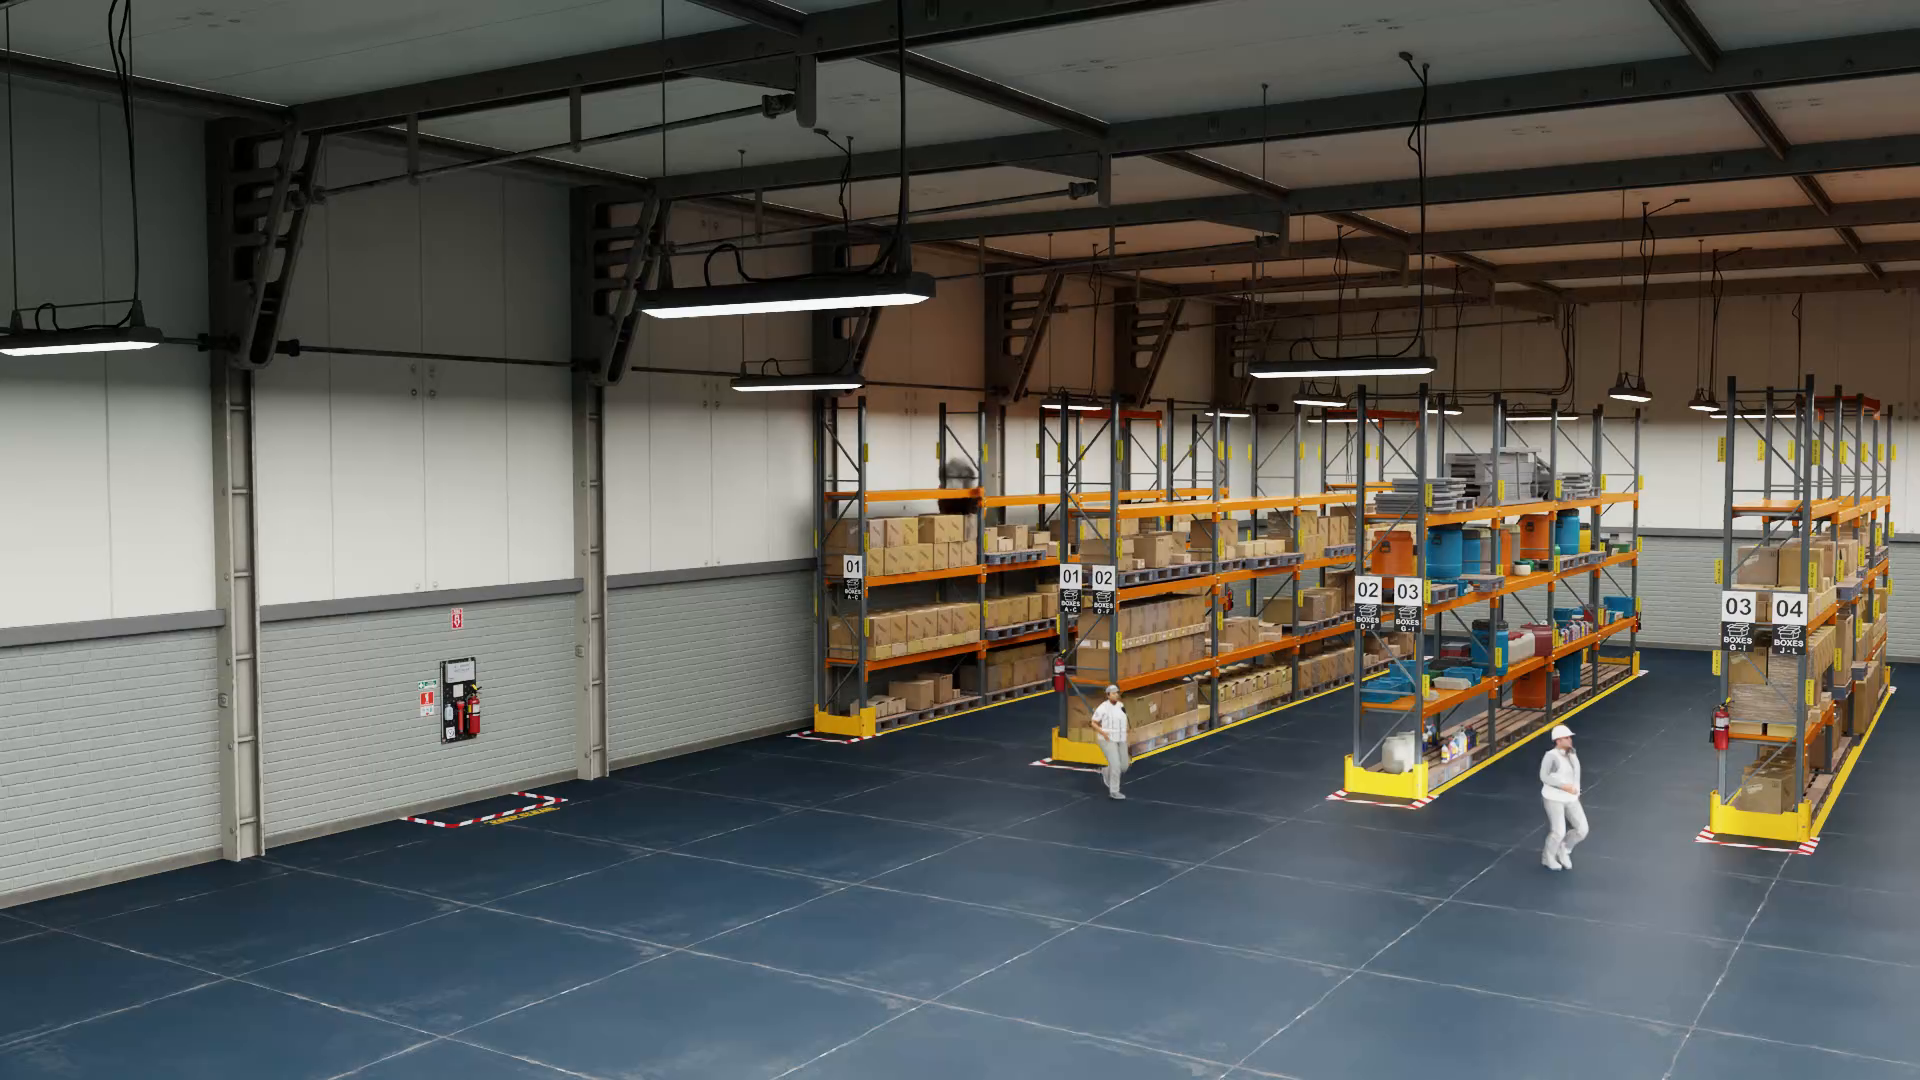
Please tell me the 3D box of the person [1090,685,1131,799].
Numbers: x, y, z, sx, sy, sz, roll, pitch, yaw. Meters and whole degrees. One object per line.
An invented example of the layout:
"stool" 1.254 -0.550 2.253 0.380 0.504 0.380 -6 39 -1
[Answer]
"person" 2.205 2.919 24.209 0.613 1.620 0.674 -2 4 -32

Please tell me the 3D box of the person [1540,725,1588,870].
"person" 7.204 3.085 19.832 0.659 1.751 0.639 -1 3 -26
